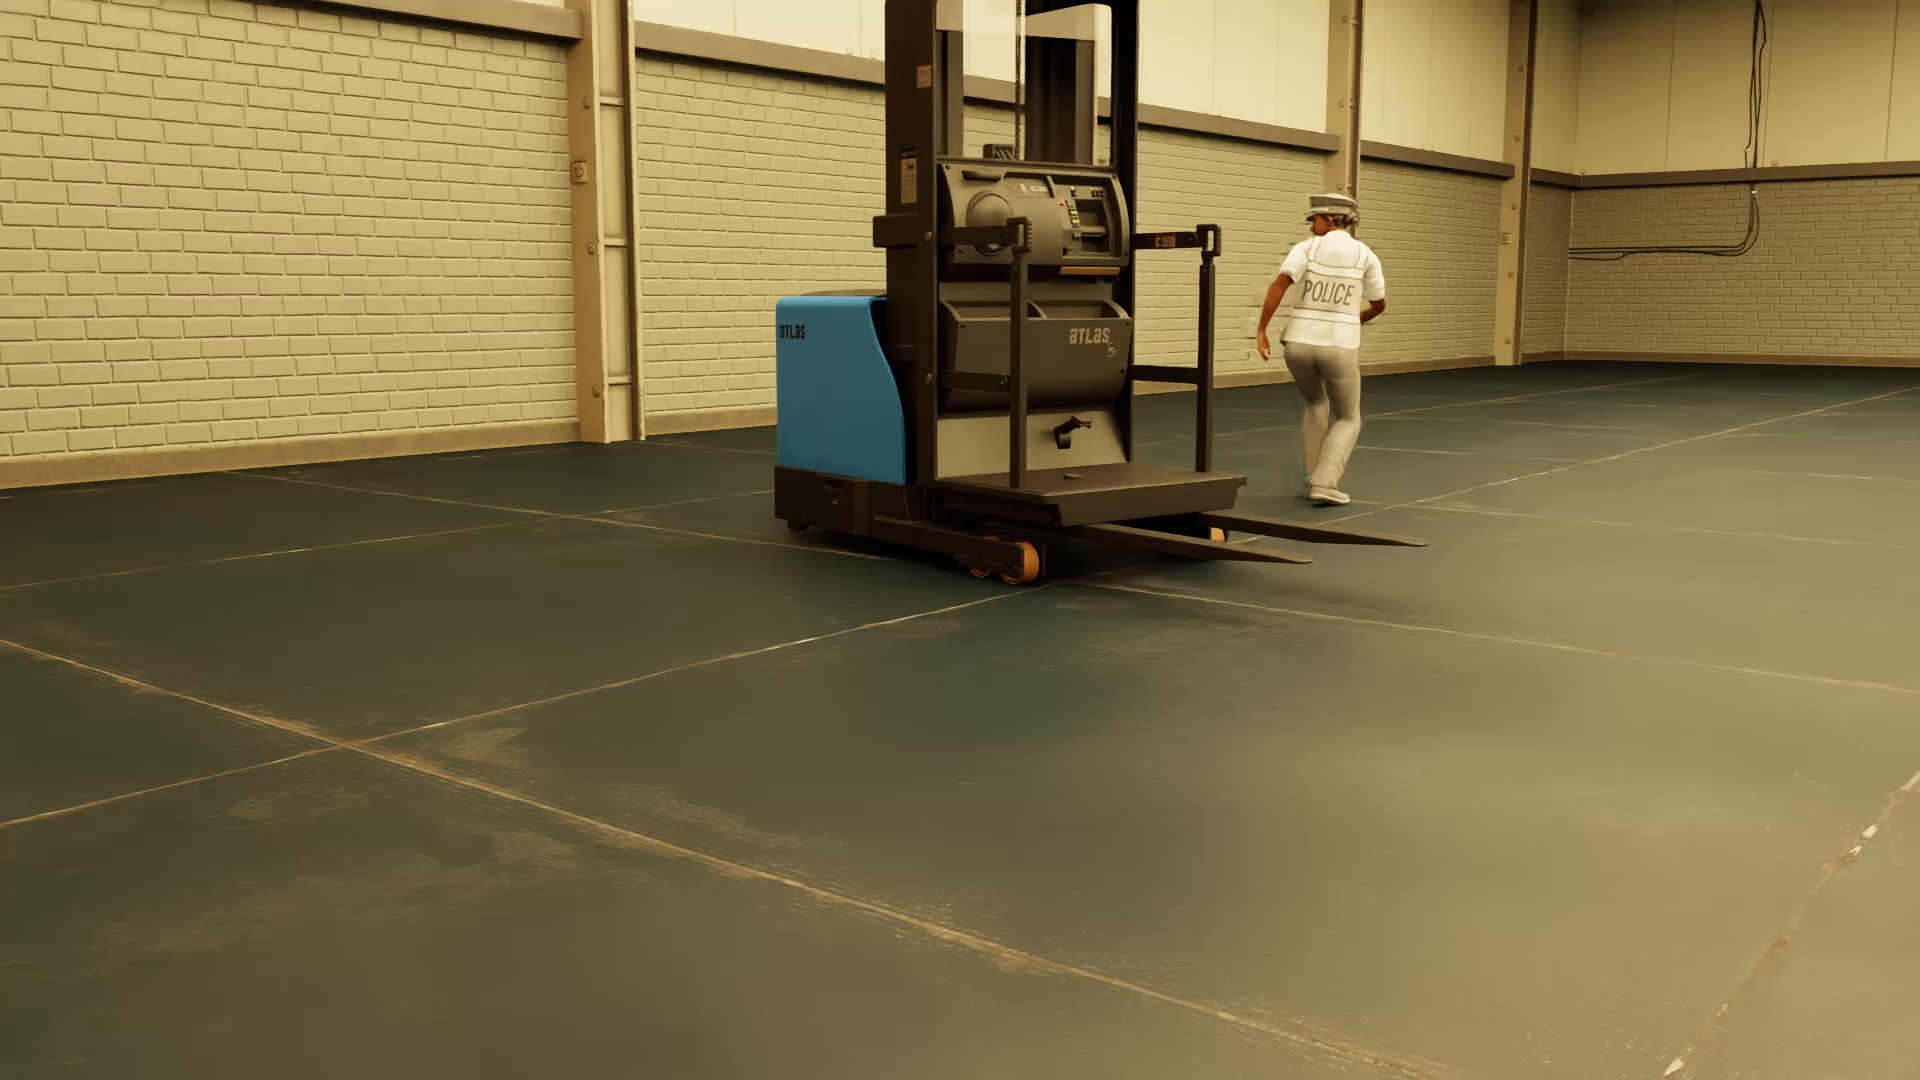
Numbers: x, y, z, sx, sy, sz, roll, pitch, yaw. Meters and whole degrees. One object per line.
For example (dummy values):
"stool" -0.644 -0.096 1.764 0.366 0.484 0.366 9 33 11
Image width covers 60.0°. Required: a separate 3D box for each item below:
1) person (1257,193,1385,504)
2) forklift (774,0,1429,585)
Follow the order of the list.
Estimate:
"person" 1.898 -0.958 8.647 0.542 1.662 0.744 4 9 27
"forklift" 0.447 -1.361 6.586 1.130 2.935 3.031 -6 10 -37
